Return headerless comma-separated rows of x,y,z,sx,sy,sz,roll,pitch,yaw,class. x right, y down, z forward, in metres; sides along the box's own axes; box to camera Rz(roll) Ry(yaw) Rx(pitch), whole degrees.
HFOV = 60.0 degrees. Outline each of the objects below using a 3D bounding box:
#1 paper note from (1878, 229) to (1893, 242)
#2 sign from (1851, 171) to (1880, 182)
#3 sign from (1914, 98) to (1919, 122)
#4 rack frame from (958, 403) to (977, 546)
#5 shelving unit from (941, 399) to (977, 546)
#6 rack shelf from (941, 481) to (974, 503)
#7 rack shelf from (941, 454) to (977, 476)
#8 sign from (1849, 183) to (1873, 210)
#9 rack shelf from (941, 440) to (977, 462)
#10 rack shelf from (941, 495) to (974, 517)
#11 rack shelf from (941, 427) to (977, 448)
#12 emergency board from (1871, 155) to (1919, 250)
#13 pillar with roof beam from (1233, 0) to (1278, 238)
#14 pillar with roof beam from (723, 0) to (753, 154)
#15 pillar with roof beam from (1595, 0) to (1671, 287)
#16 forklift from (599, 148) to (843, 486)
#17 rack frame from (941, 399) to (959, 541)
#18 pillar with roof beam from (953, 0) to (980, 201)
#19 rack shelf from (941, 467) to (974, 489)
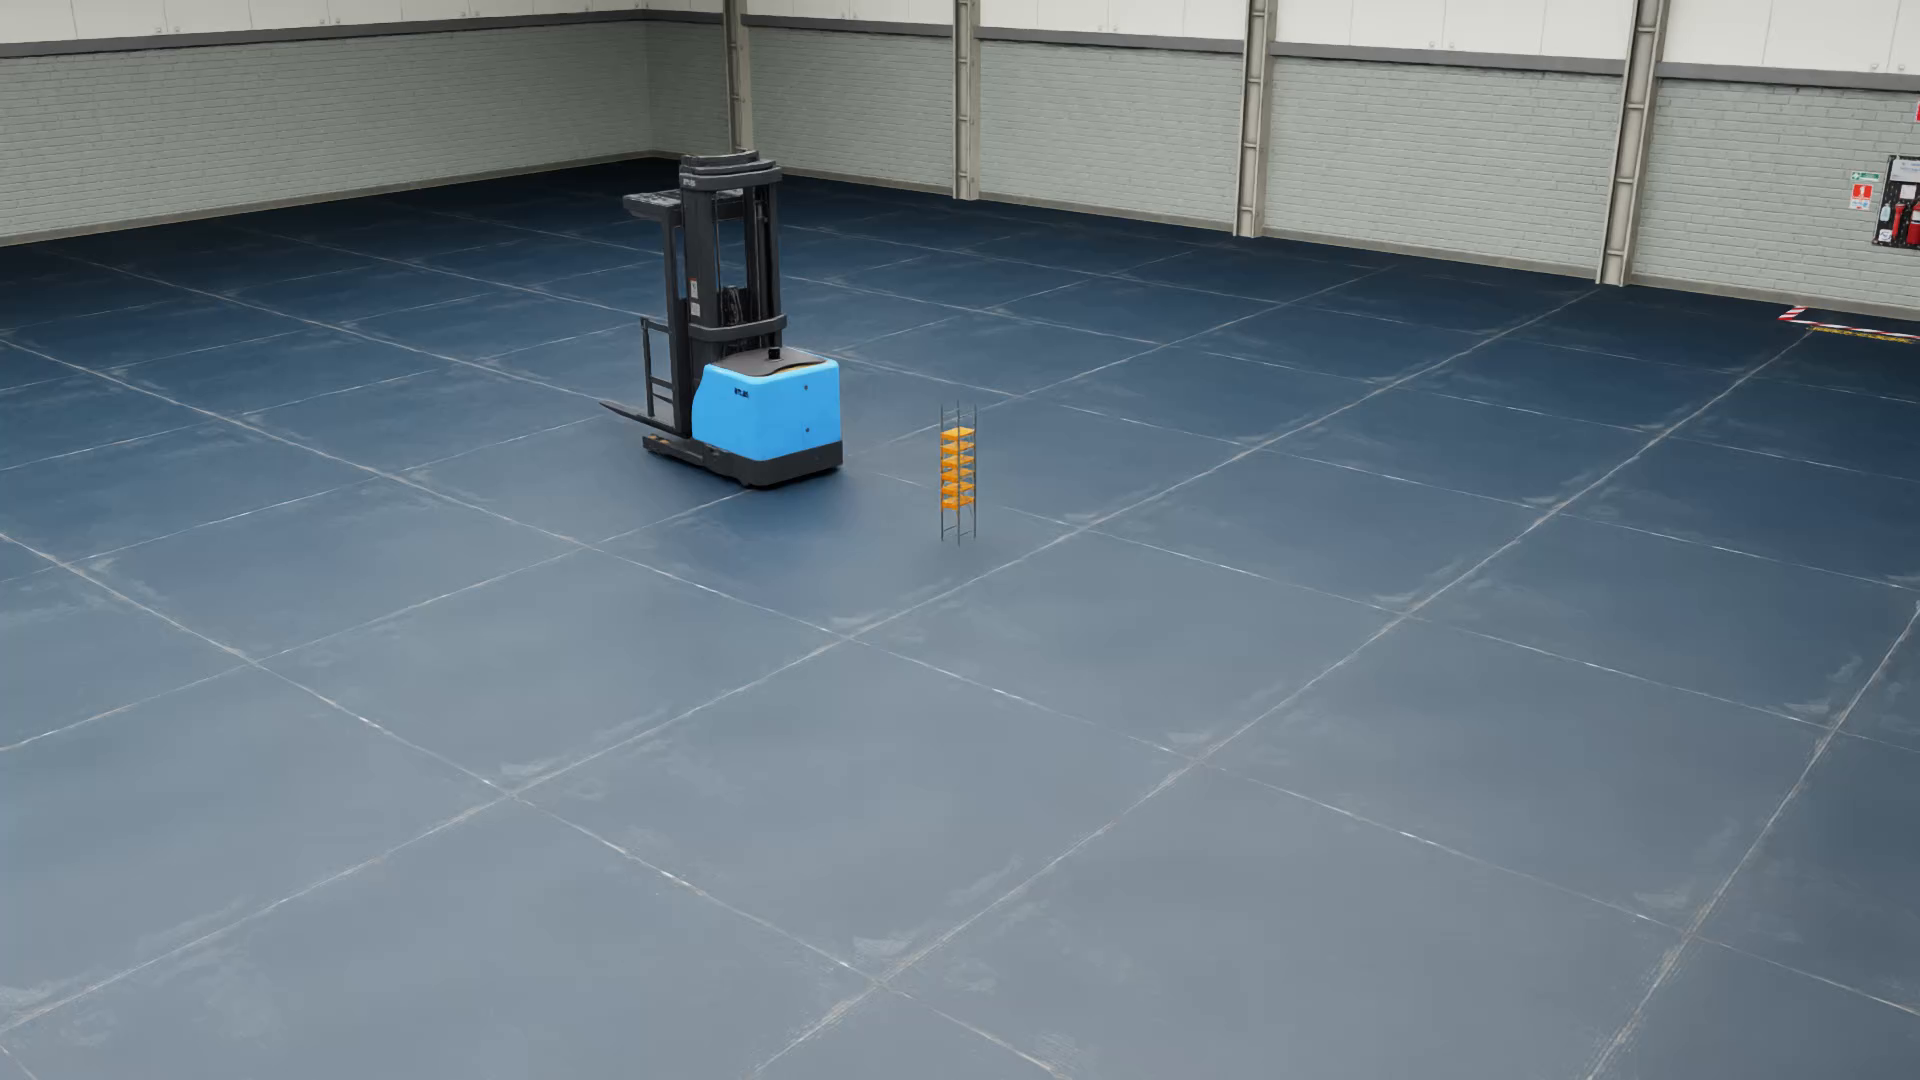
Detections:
12.079,-3.974,21.706,0.142,0.148,0.016,16,26,36,paper note
11.808,-4.740,21.688,0.331,0.109,0.001,16,26,36,sign
12.230,-5.441,21.063,0.199,0.298,0.001,16,26,36,sign
0.060,-0.544,13.913,0.006,1.200,0.240,16,26,36,rack frame
-0.011,-0.565,13.967,0.189,1.200,0.258,16,26,36,shelving unit
-0.011,-0.411,14.025,0.180,0.103,0.258,16,26,36,rack shelf
-0.011,-0.635,13.941,0.180,0.103,0.258,16,26,36,rack shelf
11.810,-4.496,21.791,0.234,0.329,0.001,16,26,36,sign
-0.011,-0.748,13.898,0.180,0.103,0.258,16,26,36,rack shelf
-0.011,-0.298,14.068,0.180,0.103,0.258,16,26,36,rack shelf
-0.011,-0.860,13.856,0.180,0.103,0.258,16,26,36,rack shelf
12.173,-4.328,21.395,0.643,1.169,0.194,16,26,36,emergency board
2.044,-8.073,22.826,0.400,9.000,9.100,16,26,36,pillar with roof beam
-7.252,-10.751,29.925,0.400,9.000,9.100,16,26,36,pillar with roof beam
6.693,-6.735,19.276,0.400,9.000,9.100,16,26,36,pillar with roof beam
-2.497,-2.301,16.119,1.130,2.935,3.031,-18,27,-40,forklift
-0.082,-0.585,14.021,0.006,1.200,0.240,16,26,36,rack frame
-2.604,-9.412,26.376,0.400,9.000,9.100,16,26,36,pillar with roof beam
-0.011,-0.523,13.983,0.180,0.103,0.258,16,26,36,rack shelf
